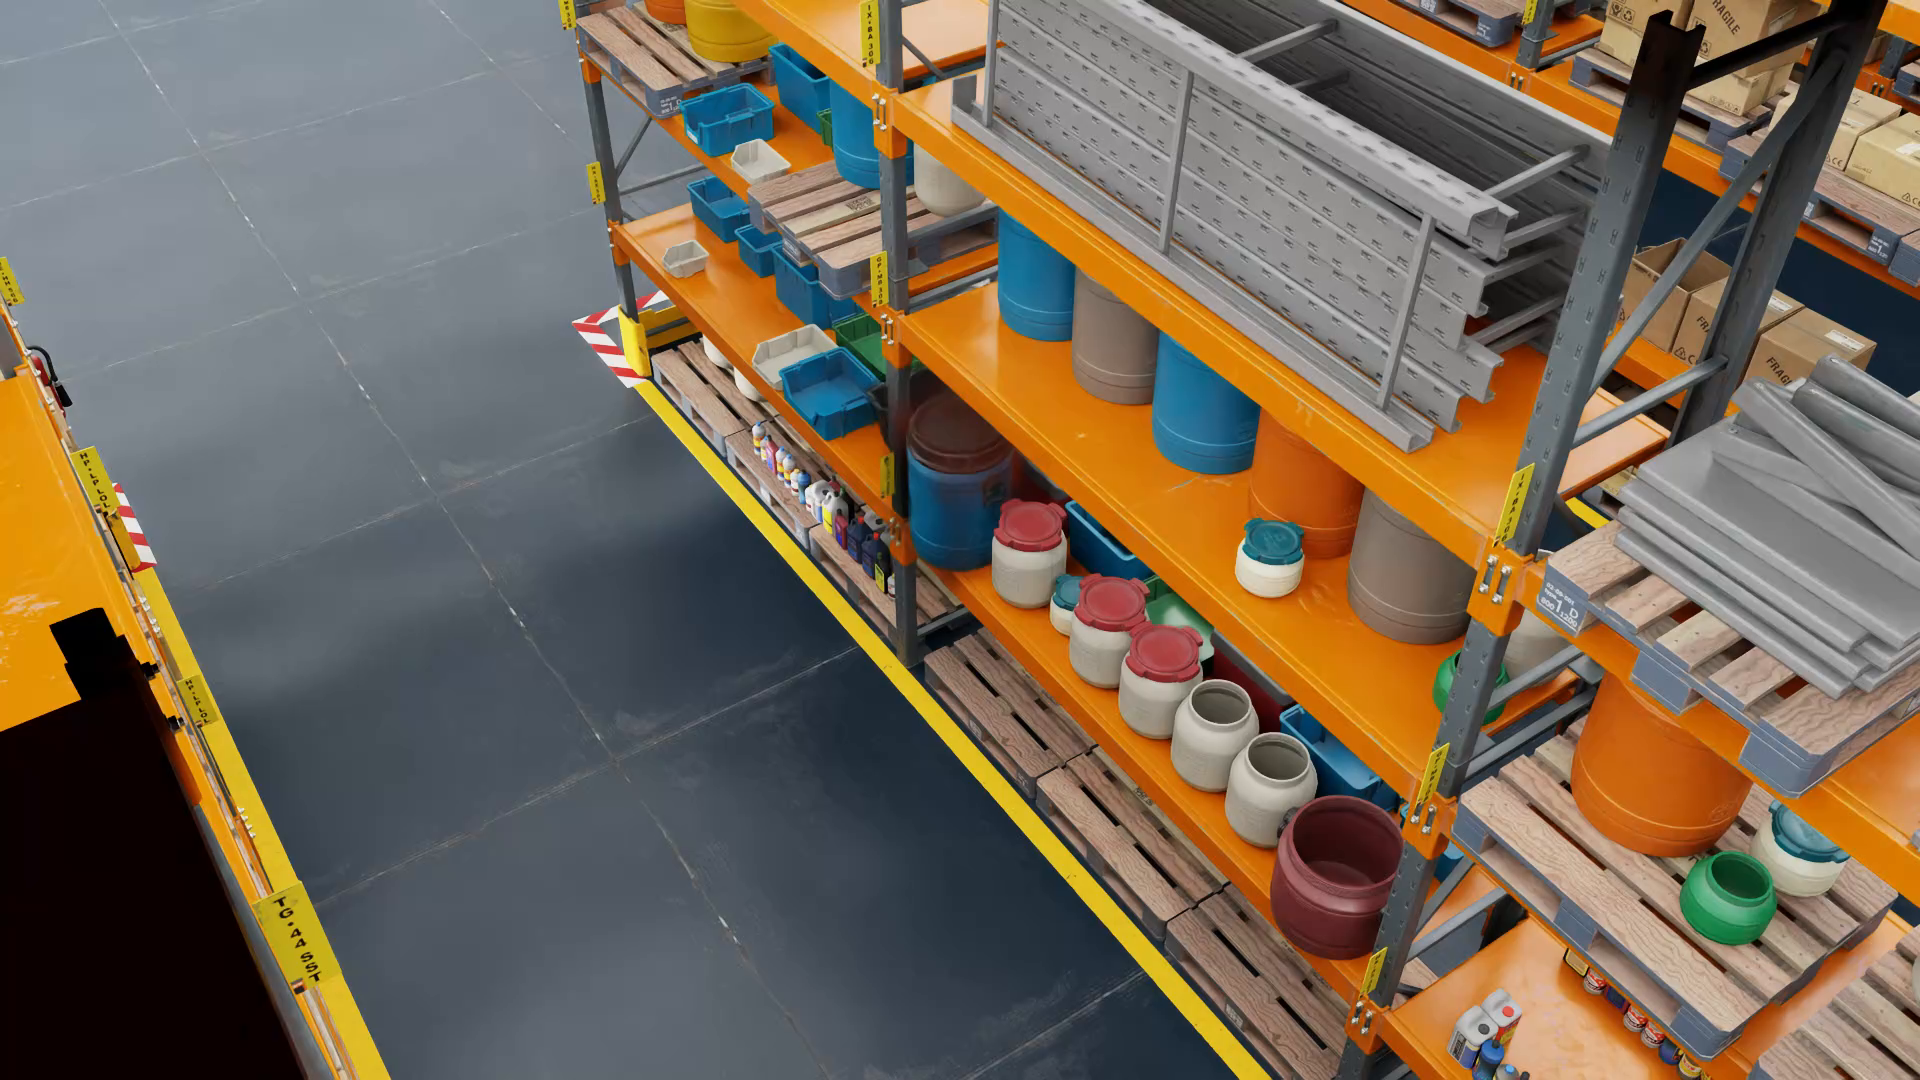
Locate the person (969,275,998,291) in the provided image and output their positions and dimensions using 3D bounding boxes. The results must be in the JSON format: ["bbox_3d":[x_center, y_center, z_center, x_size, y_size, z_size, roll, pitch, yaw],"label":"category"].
[{"bbox_3d":[0.238,-2.261,12.904,0.627,1.769,0.533,-16,45,-17],"label":"person"}]
